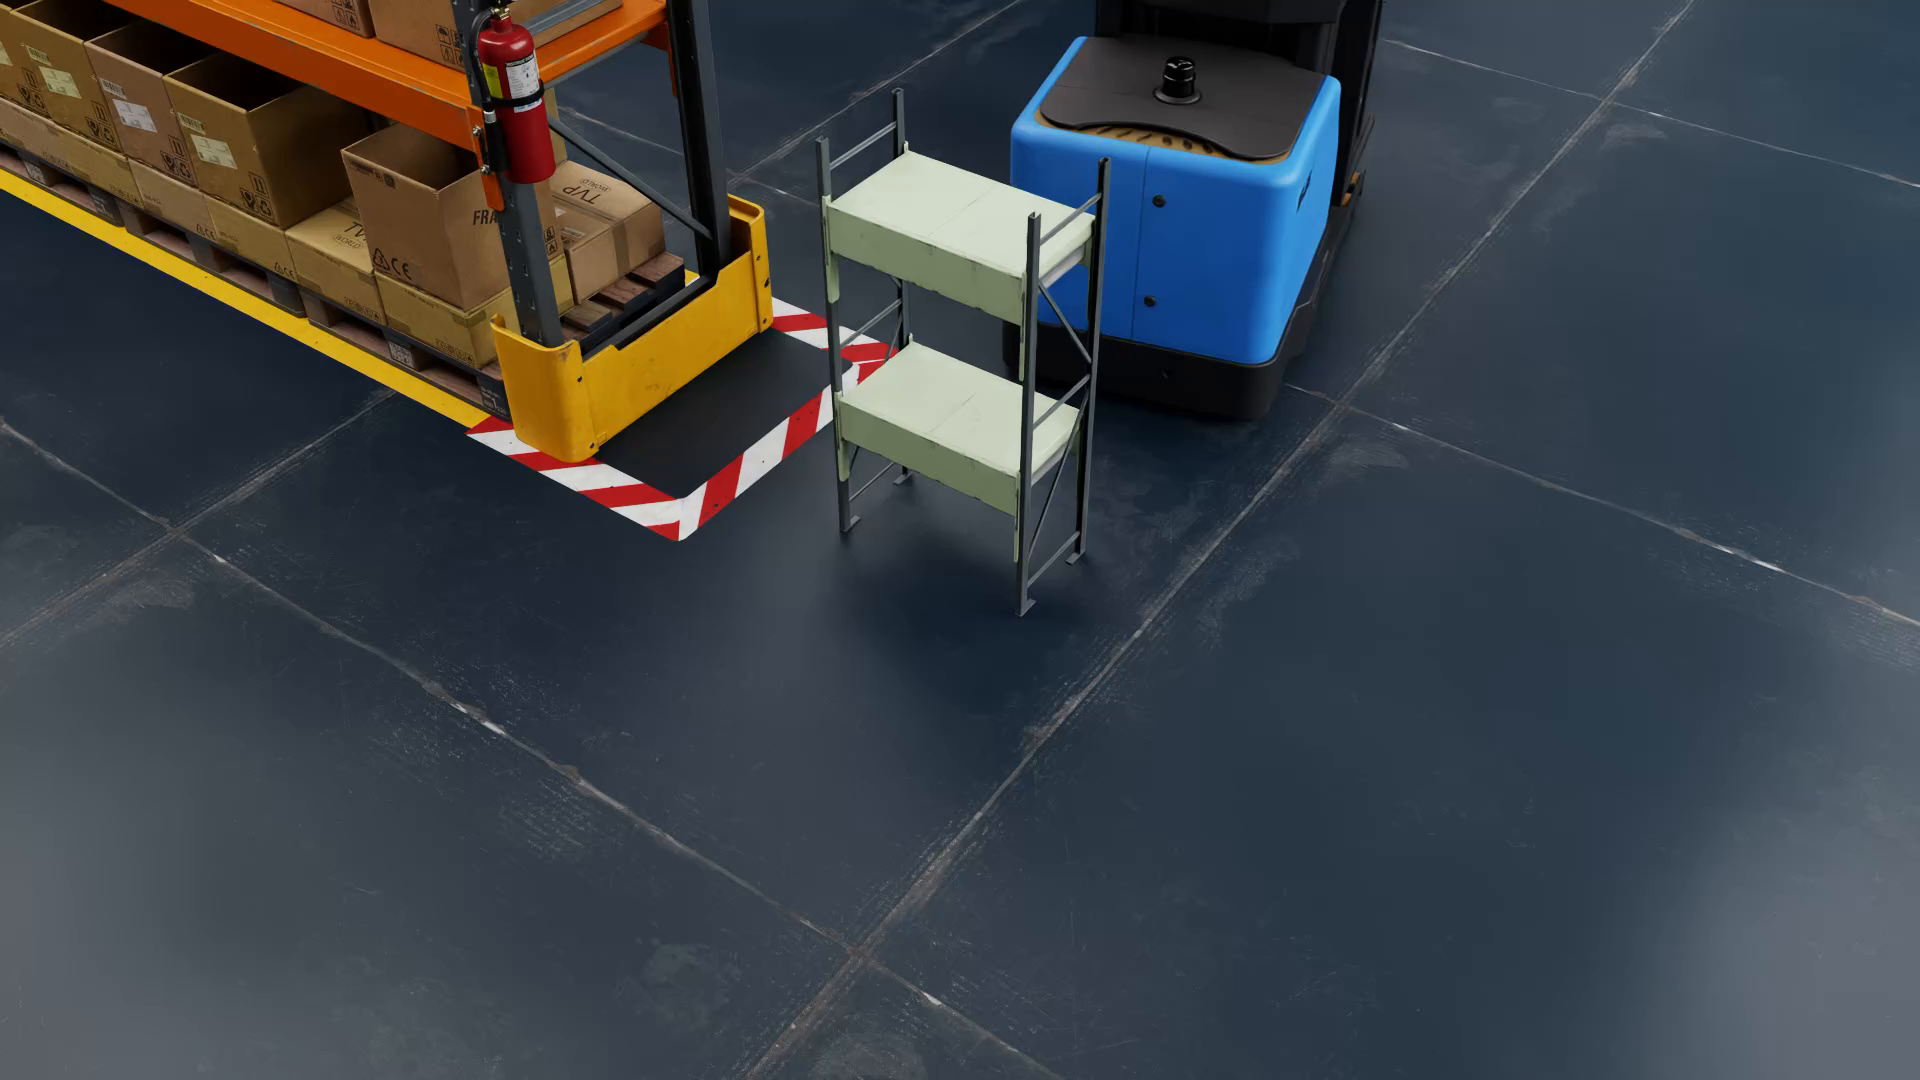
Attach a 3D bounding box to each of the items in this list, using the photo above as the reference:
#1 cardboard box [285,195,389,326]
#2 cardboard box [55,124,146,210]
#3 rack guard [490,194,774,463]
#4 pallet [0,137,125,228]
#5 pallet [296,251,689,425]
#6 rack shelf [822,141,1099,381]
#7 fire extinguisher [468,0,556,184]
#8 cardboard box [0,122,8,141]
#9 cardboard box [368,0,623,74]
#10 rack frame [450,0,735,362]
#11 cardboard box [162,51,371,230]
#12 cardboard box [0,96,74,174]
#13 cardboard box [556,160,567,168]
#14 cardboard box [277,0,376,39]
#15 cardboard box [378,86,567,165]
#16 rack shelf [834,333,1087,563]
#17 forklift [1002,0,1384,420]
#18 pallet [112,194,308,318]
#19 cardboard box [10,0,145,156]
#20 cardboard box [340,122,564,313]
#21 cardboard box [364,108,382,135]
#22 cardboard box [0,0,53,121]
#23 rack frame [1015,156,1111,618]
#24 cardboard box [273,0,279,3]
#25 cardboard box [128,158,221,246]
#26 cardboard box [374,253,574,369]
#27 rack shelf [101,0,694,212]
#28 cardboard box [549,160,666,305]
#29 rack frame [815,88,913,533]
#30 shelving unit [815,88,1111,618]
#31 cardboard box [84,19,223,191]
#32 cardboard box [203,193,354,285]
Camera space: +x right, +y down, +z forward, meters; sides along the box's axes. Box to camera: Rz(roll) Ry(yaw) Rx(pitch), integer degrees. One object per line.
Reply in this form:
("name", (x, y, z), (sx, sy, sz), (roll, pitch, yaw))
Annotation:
("cardboard box", (-2.251, -1.134, 6.515), (0.500, 0.250, 0.500), (25, 48, 25))
("cardboard box", (-3.483, -1.705, 7.154), (0.500, 0.250, 0.500), (25, 48, 25))
("rack guard", (-1.206, -0.833, 6.306), (0.348, 0.500, 1.175), (25, 48, 25))
("pallet", (-3.874, -1.939, 7.758), (1.213, 0.211, 1.003), (25, 48, 25))
("pallet", (-1.876, -1.005, 6.714), (1.213, 0.211, 1.003), (25, 48, 25))
("rack shelf", (0.005, -0.847, 4.987), (0.720, 0.370, 0.431), (25, 48, 25))
("fire extinguisher", (-1.396, -1.446, 5.175), (0.183, 0.674, 0.296), (25, 48, 25))
("cardboard box", (-4.295, -2.094, 7.588), (0.500, 0.250, 0.500), (25, 48, 25))
("cardboard box", (-1.601, -1.997, 5.657), (0.500, 0.500, 0.700), (25, 48, 25))
("rack frame", (-1.226, -1.774, 5.483), (0.127, 3.000, 1.000), (25, 48, 25))
("cardboard box", (-2.663, -1.603, 6.476), (0.500, 0.500, 0.500), (25, 48, 25))
("cardboard box", (-3.889, -1.900, 7.371), (0.500, 0.250, 0.500), (25, 48, 25))
("cardboard box", (-1.949, -1.422, 6.836), (0.500, 0.250, 0.500), (25, 48, 25))
("cardboard box", (-2.034, -2.195, 5.879), (0.500, 0.500, 0.700), (26, 48, 26))
("cardboard box", (-1.948, -1.702, 6.588), (0.500, 0.500, 0.500), (25, 48, 25))
("rack shelf", (0.005, -0.313, 5.464), (0.720, 0.370, 0.431), (25, 48, 25))
("forklift", (1.154, -2.529, 6.379), (1.130, 2.935, 3.031), (14, 44, 15))
("pallet", (-2.871, -1.472, 7.237), (1.213, 0.211, 1.003), (25, 48, 25))
("cardboard box", (-3.482, -1.985, 6.904), (0.500, 0.500, 0.500), (25, 48, 25))
("cardboard box", (-1.836, -1.228, 6.057), (0.500, 0.500, 0.500), (25, 48, 25))
("cardboard box", (-2.365, -1.887, 6.794), (0.500, 0.500, 0.500), (25, 48, 25))
("cardboard box", (-3.887, -2.181, 7.123), (0.500, 0.500, 0.500), (25, 48, 25))
("rack frame", (0.305, -0.416, 5.090), (0.023, 1.500, 0.400), (25, 48, 25))
("cardboard box", (-2.437, -2.388, 6.095), (0.500, 0.500, 0.700), (25, 48, 26))
("cardboard box", (-3.070, -1.517, 6.943), (0.500, 0.250, 0.500), (25, 48, 25))
("cardboard box", (-1.835, -0.950, 6.309), (0.500, 0.250, 0.500), (25, 48, 25))
("rack shelf", (-2.863, -2.271, 6.578), (4.000, 0.370, 1.077), (25, 48, 25))
("cardboard box", (-1.537, -1.232, 6.625), (0.500, 0.250, 0.500), (25, 48, 25))
("rack frame", (-0.294, -0.697, 5.404), (0.023, 1.500, 0.400), (25, 48, 25))
("shelving unit", (0.005, -0.556, 5.247), (0.755, 1.500, 0.431), (25, 48, 25))
("cardboard box", (-3.072, -1.795, 6.691), (0.500, 0.500, 0.500), (25, 48, 25))
("cardboard box", (-2.661, -1.325, 6.728), (0.500, 0.250, 0.500), (25, 48, 25))
